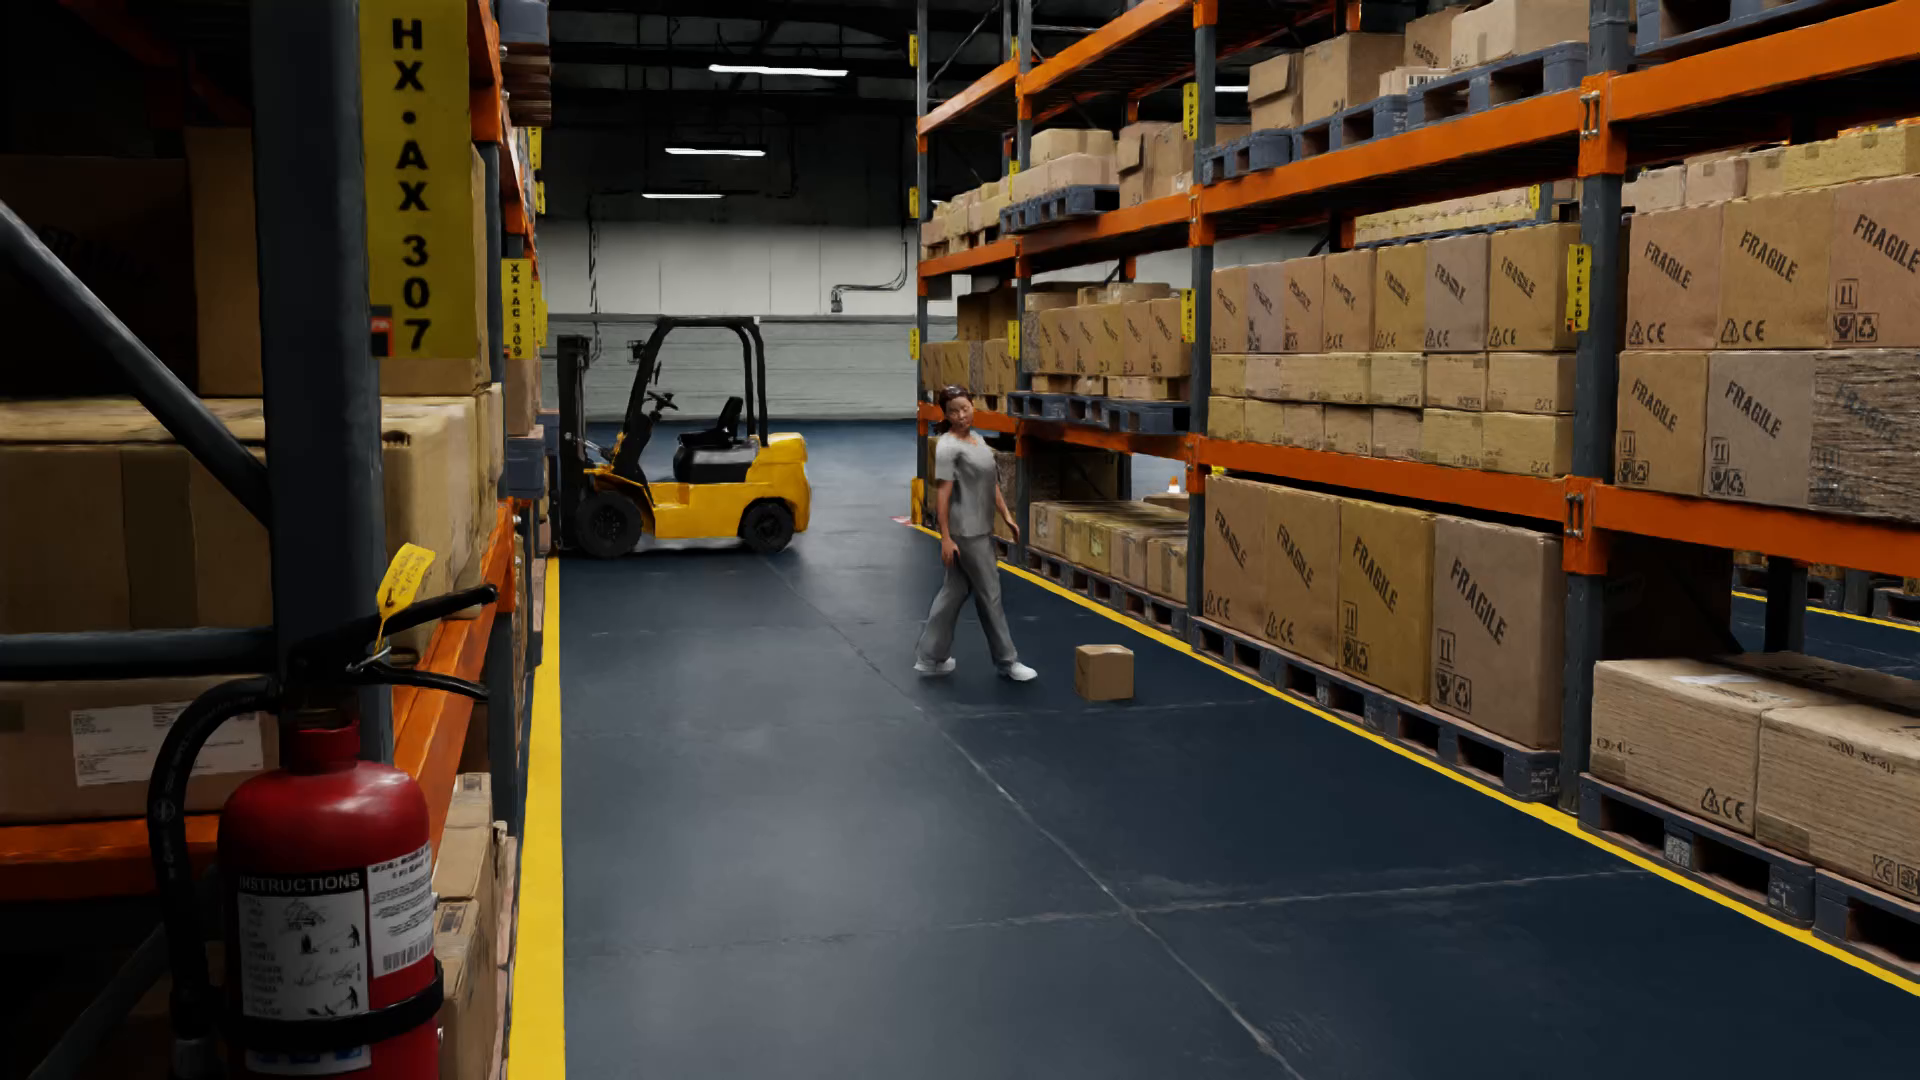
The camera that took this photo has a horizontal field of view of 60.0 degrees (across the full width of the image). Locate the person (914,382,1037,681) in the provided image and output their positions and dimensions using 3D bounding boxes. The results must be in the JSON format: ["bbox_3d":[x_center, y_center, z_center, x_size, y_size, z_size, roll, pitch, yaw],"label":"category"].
[{"bbox_3d":[0.079,-0.042,9.116,0.699,1.638,0.494,1,6,13],"label":"person"}]
